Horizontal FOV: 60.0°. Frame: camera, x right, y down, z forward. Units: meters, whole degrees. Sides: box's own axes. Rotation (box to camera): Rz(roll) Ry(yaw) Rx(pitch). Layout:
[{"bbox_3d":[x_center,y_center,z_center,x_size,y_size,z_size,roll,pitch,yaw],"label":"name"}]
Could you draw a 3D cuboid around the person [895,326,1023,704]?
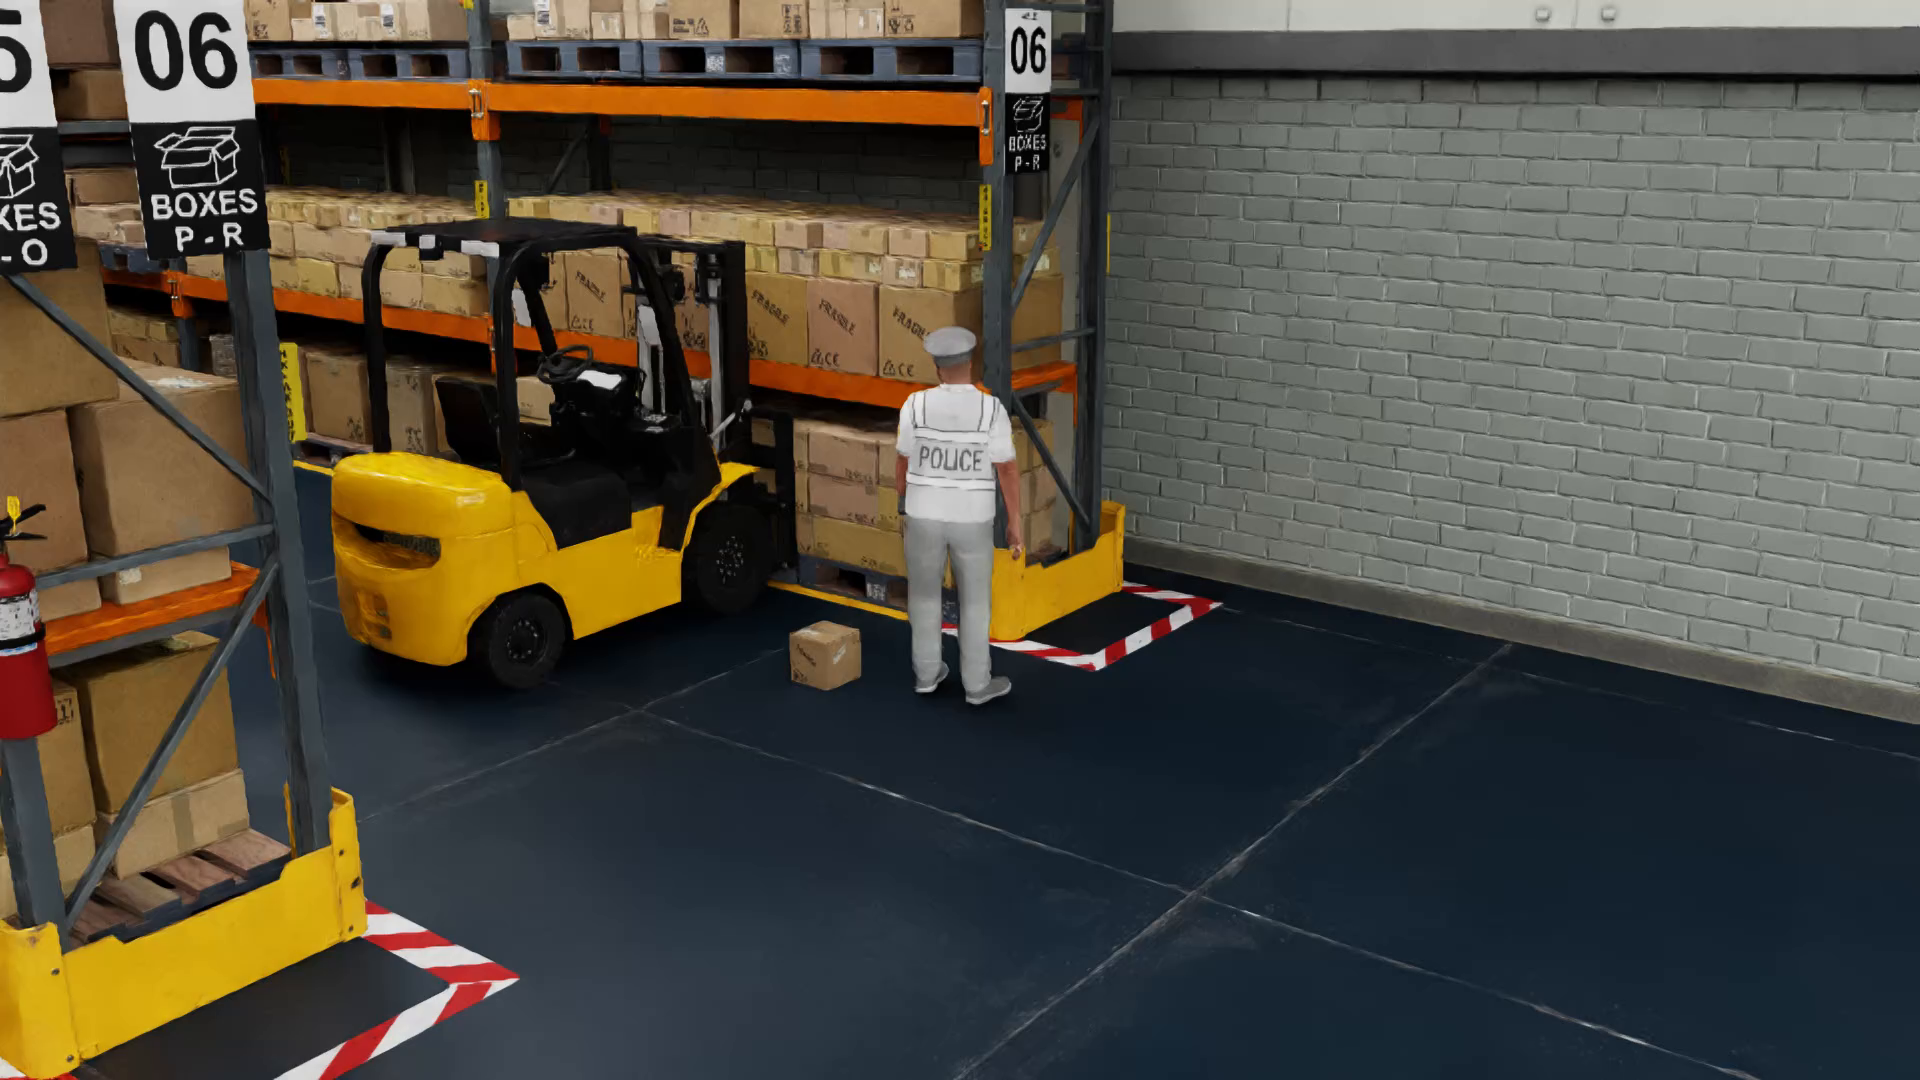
[{"bbox_3d":[-0.001,-0.109,7.789,0.596,1.776,0.501,1,16,3],"label":"person"}]
